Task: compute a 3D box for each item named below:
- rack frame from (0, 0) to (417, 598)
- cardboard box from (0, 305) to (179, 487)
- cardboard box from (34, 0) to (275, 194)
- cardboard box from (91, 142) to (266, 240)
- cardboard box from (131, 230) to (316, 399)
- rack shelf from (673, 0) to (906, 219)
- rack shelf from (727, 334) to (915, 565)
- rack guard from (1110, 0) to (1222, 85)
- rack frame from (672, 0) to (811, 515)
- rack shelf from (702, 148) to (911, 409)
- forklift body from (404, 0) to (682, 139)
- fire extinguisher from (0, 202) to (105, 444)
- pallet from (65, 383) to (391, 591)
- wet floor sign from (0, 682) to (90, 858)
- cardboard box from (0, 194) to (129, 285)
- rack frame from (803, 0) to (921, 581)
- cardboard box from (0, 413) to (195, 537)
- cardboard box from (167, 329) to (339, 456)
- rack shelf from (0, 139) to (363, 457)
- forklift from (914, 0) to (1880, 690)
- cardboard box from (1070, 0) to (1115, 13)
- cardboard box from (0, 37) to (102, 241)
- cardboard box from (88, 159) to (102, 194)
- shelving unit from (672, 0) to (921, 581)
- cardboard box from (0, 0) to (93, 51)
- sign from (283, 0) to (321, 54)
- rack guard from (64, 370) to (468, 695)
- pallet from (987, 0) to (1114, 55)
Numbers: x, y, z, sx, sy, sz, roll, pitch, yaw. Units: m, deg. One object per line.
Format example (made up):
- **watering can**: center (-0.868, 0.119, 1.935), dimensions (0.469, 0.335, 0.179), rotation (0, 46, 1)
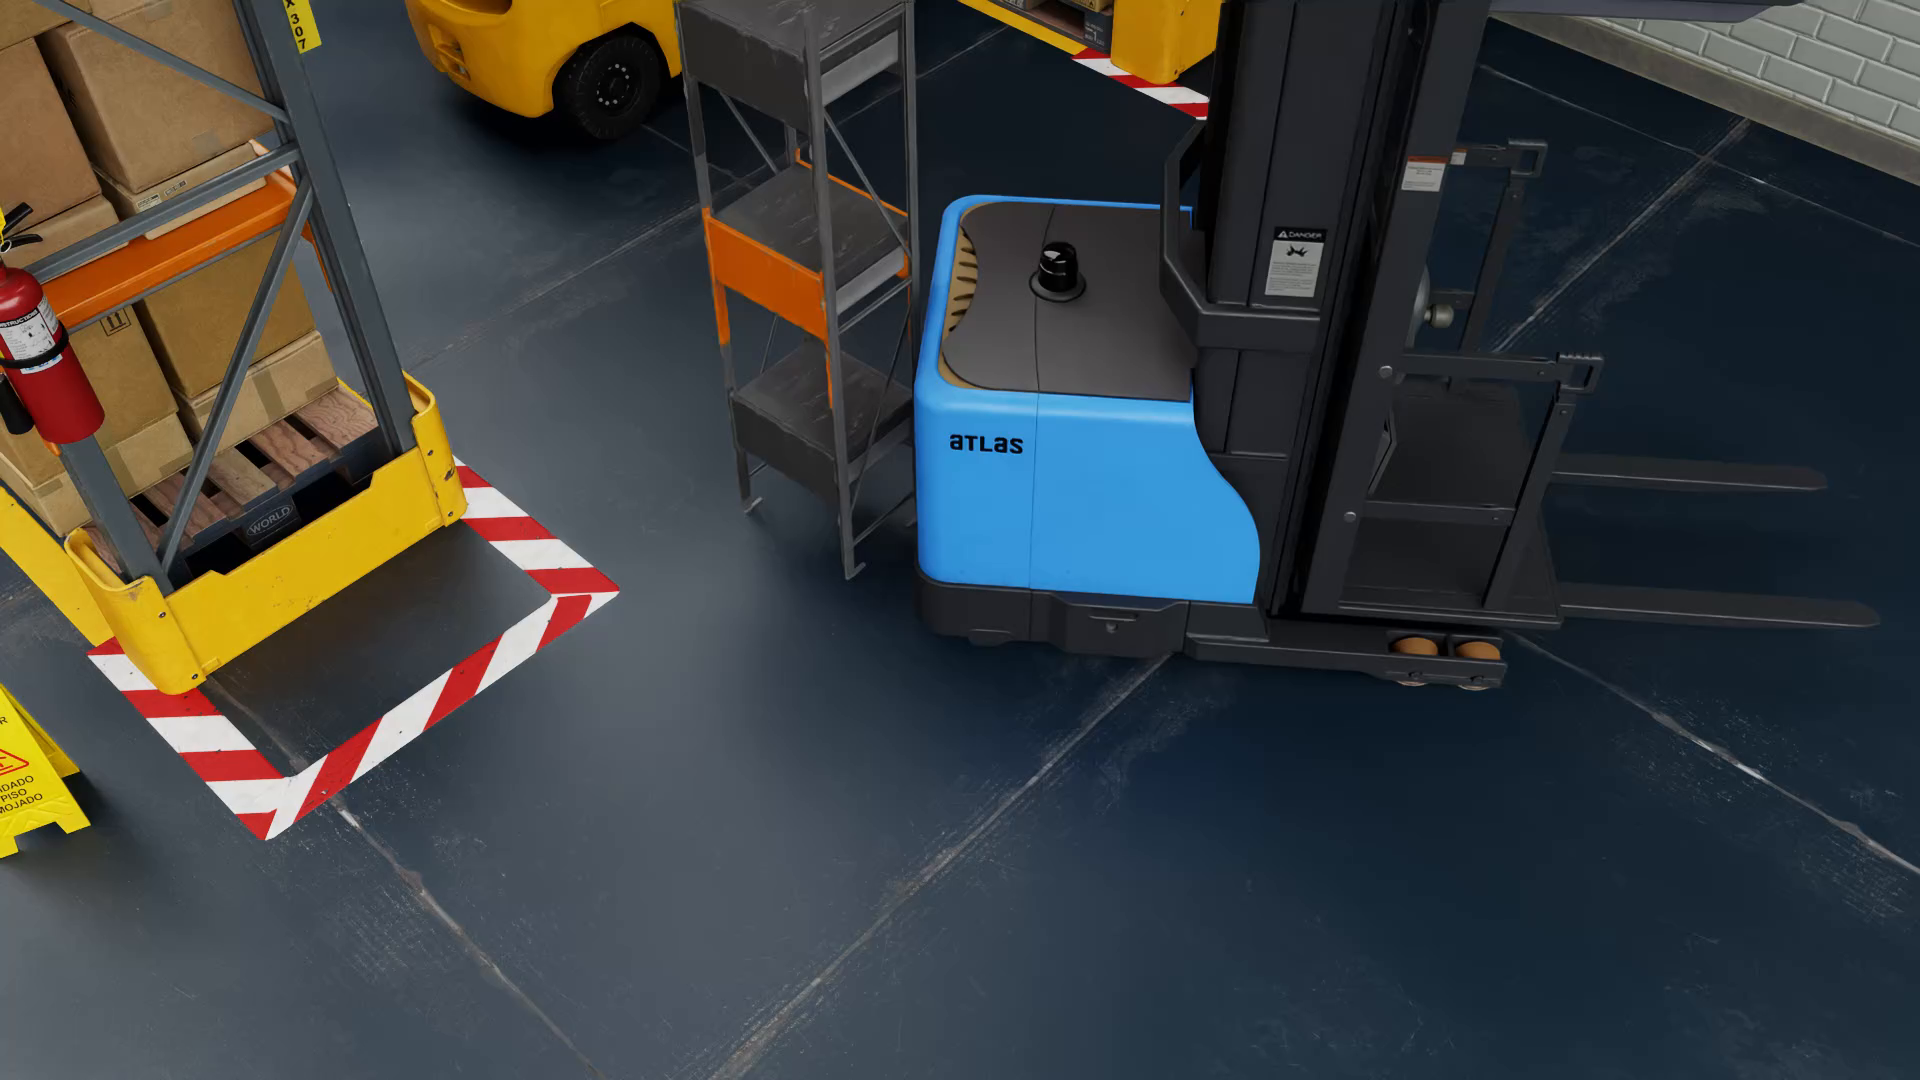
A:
- **rack frame**: center (-2.174, -0.874, 4.513), dimensions (0.127, 3.000, 1.000), rotation (34, 55, 28)
- **cardboard box**: center (-2.940, -0.590, 5.330), dimensions (0.500, 0.500, 0.500), rotation (34, 56, 28)
- **cardboard box**: center (-2.334, -1.393, 4.728), dimensions (0.500, 0.500, 0.500), rotation (33, 55, 27)
- **cardboard box**: center (-2.283, -1.067, 4.867), dimensions (0.250, 0.149, 0.380), rotation (34, 55, 28)
- **cardboard box**: center (-2.597, -0.892, 5.614), dimensions (0.500, 0.500, 0.500), rotation (32, 55, 27)
- **rack shelf**: center (-0.443, -1.279, 4.570), dimensions (0.480, 0.518, 0.431), rotation (31, 54, 26)
- **rack shelf**: center (-0.443, -0.321, 5.590), dimensions (0.480, 0.518, 0.431), rotation (31, 54, 26)
- **rack guard**: center (1.207, -2.668, 7.912), dimensions (0.348, 0.500, 1.175), rotation (34, 55, 28)
- **rack frame**: center (-0.631, -0.923, 5.176), dimensions (0.015, 2.100, 0.400), rotation (31, 54, 26)
- **rack shelf**: center (-0.443, -0.800, 5.080), dimensions (0.480, 0.518, 0.431), rotation (31, 54, 26)
- **forklift body**: center (-1.441, -3.205, 7.284), dimensions (1.214, 2.155, 2.313), rotation (34, 55, 28)
- **fire extinguisher**: center (-2.403, -0.544, 4.257), dimensions (0.183, 0.674, 0.296), rotation (34, 55, 28)
- **pallet**: center (-2.803, -0.378, 5.960), dimensions (1.213, 0.211, 1.003), rotation (34, 55, 28)
- **wet floor sign**: center (-2.760, 0.599, 4.745), dimensions (0.267, 0.644, 0.232), rotation (-21, 50, -18)
- **cardboard box**: center (-2.594, -0.859, 4.671), dimensions (0.250, 0.149, 0.380), rotation (36, 56, 29)
- **rack frame**: center (-0.255, -0.696, 4.963), dimensions (0.015, 2.100, 0.400), rotation (31, 54, 26)
- **cardboard box**: center (-2.968, -0.344, 5.614), dimensions (0.500, 0.250, 0.500), rotation (34, 55, 28)
- **cardboard box**: center (-2.579, -0.624, 5.876), dimensions (0.500, 0.250, 0.500), rotation (33, 55, 27)
- **rack shelf**: center (-3.644, -1.617, 5.704), dimensions (4.000, 0.370, 1.077), rotation (34, 55, 28)
- **forklift**: center (1.402, -0.933, 4.615), dimensions (3.031, 2.935, 1.130), rotation (4, 47, 4)
- **cardboard box**: center (0.630, -2.801, 7.920), dimensions (0.500, 0.250, 0.500), rotation (34, 56, 28)
- **cardboard box**: center (-2.760, -1.131, 4.482), dimensions (0.500, 0.500, 0.500), rotation (33, 55, 27)
- **cardboard box**: center (-2.479, -1.184, 4.977), dimensions (0.250, 0.149, 0.380), rotation (35, 56, 28)
- **shelving unit**: center (-0.443, -0.810, 5.070), dimensions (0.503, 2.100, 0.431), rotation (31, 54, 26)
- **cardboard box**: center (-2.698, -1.488, 4.131), dimensions (0.500, 0.500, 0.700), rotation (33, 55, 27)
- **sign**: center (-1.806, -1.461, 4.471), dimensions (0.005, 0.325, 0.100), rotation (34, 55, 28)
- **rack guard**: center (-2.230, -0.056, 5.460), dimensions (0.348, 0.500, 1.175), rotation (34, 55, 28)
- **pallet**: center (0.599, -2.936, 8.362), dimensions (1.213, 0.211, 1.003), rotation (34, 55, 28)
